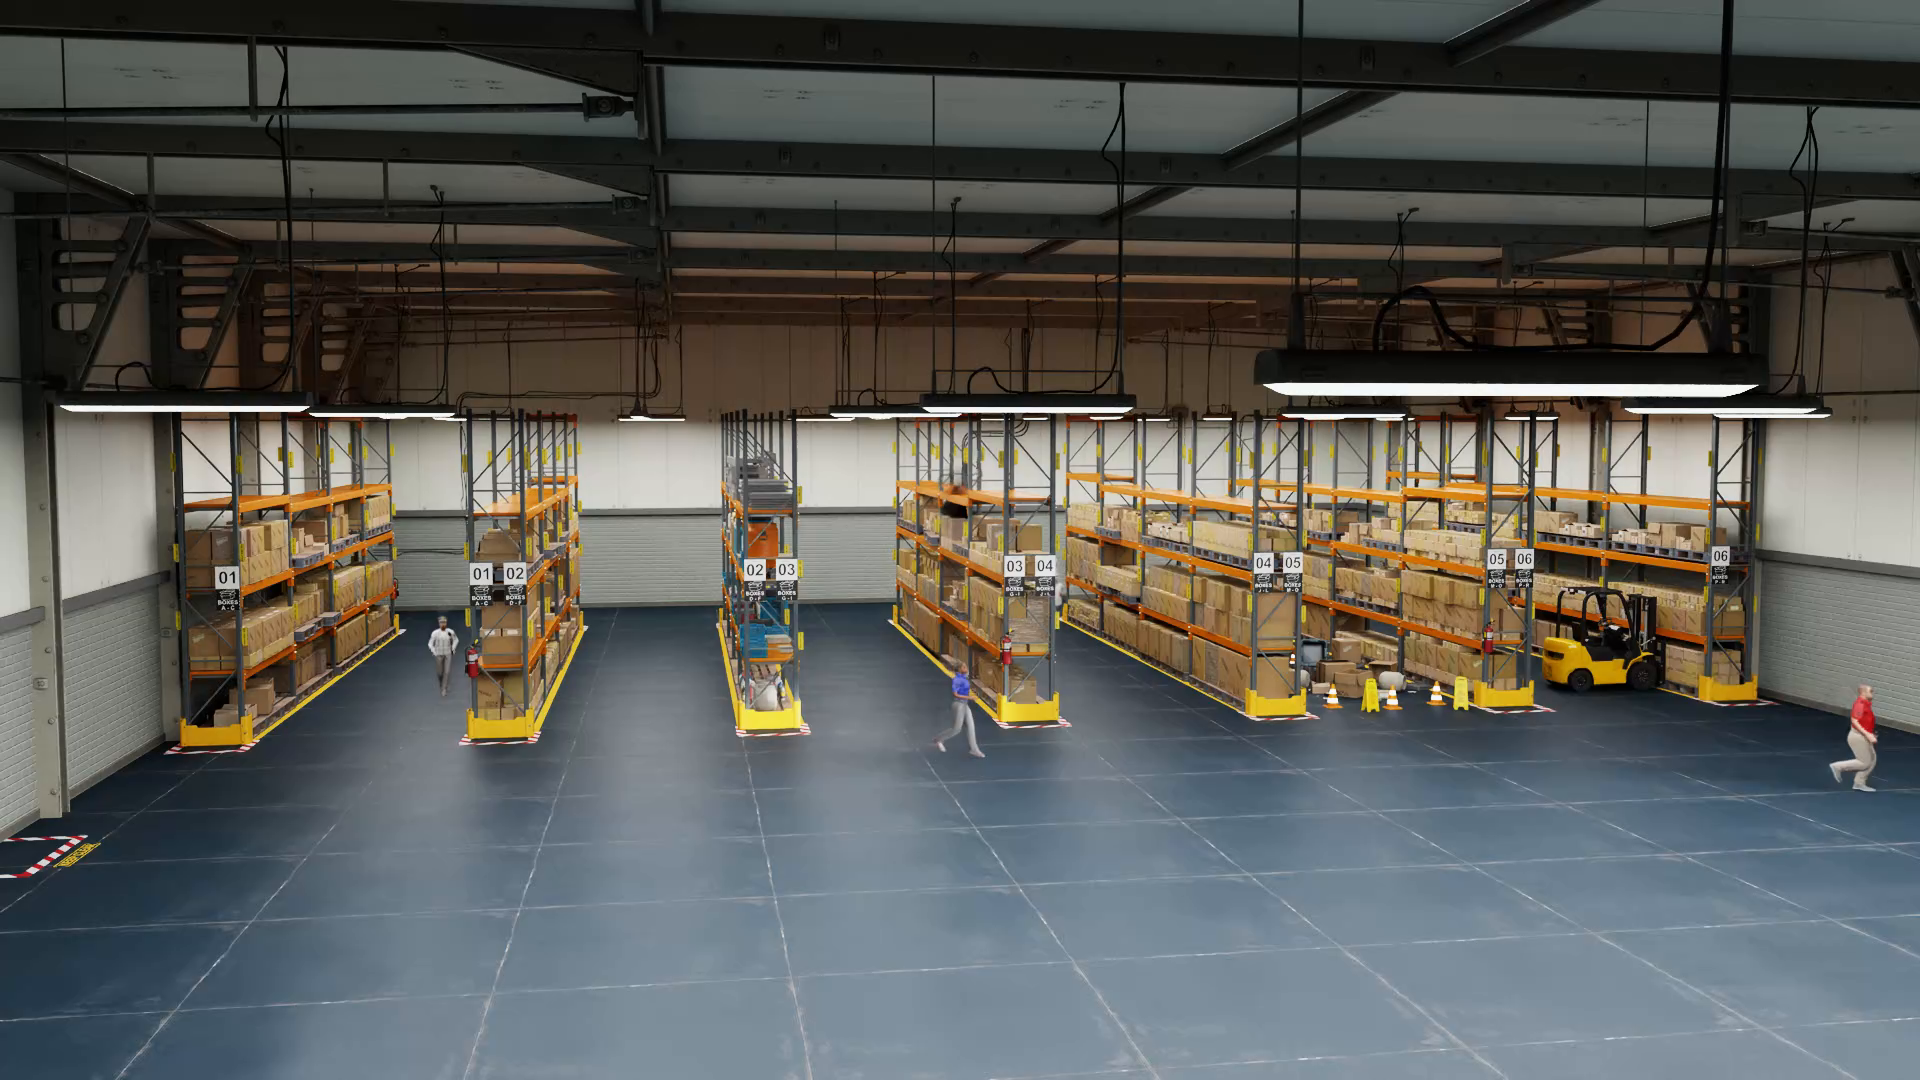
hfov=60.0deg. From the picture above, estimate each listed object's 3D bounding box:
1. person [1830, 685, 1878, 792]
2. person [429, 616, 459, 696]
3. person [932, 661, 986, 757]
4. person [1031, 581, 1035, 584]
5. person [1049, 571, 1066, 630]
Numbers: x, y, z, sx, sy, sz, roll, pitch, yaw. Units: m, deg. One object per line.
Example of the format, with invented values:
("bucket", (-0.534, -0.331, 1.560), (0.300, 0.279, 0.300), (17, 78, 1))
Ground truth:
("person", (13.965, 3.082, 25.949), (0.652, 1.680, 0.650), (2, 5, 31))
("person", (-10.956, 2.444, 35.305), (0.617, 1.677, 0.747), (-1, 4, -19))
("person", (-0.015, 2.896, 28.545), (0.931, 1.664, 0.597), (1, 4, 17))
("person", (2.009, 1.578, 47.185), (0.707, 1.720, 0.637), (0, 4, 0))
("person", (2.508, 1.749, 44.355), (0.643, 1.836, 0.801), (-1, 4, -11))
